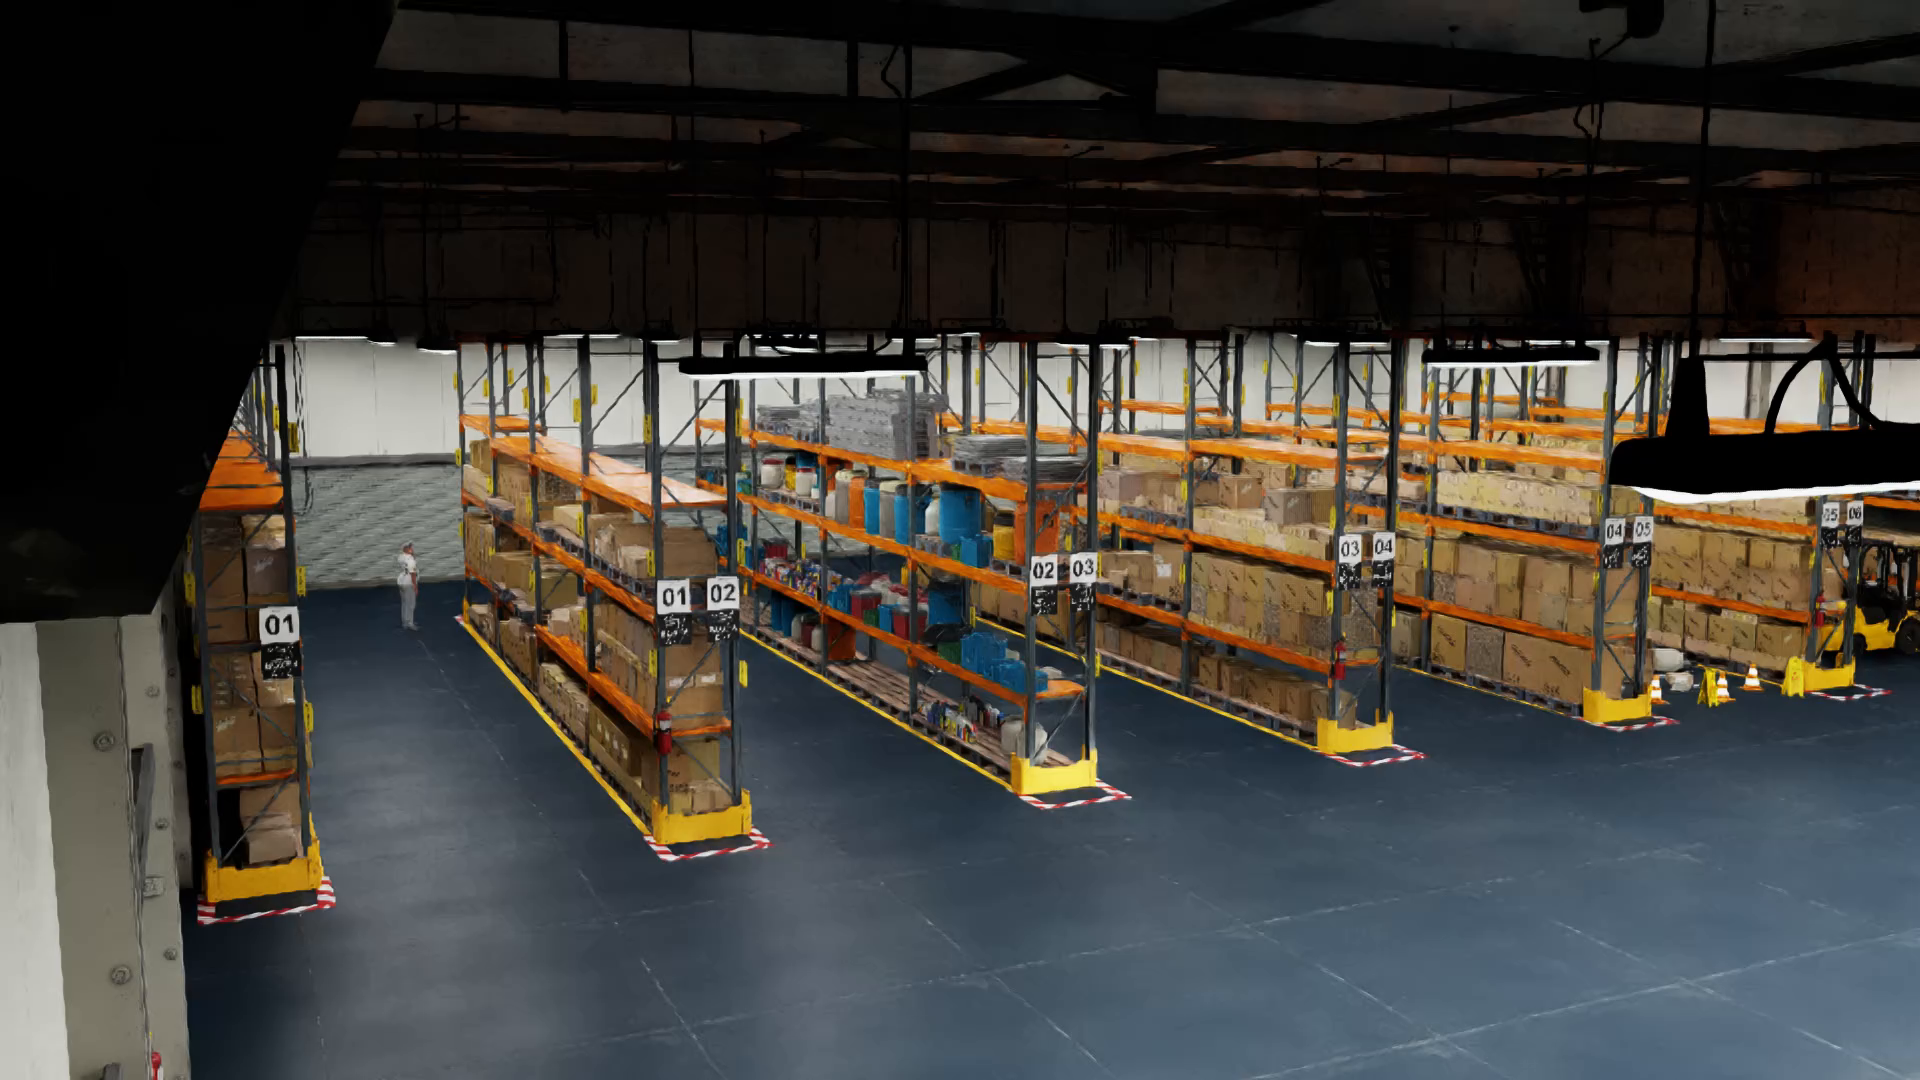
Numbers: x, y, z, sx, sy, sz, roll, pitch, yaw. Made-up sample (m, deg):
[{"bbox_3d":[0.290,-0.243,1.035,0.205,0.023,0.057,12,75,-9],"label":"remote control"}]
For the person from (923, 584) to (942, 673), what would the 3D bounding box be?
[{"bbox_3d":[-0.498,1.536,29.625,0.341,1.599,0.541,-6,9,-36],"label":"person"}]

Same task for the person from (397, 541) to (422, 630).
[{"bbox_3d":[-11.154,0.907,33.670,0.648,1.766,0.430,7,11,44],"label":"person"}]
